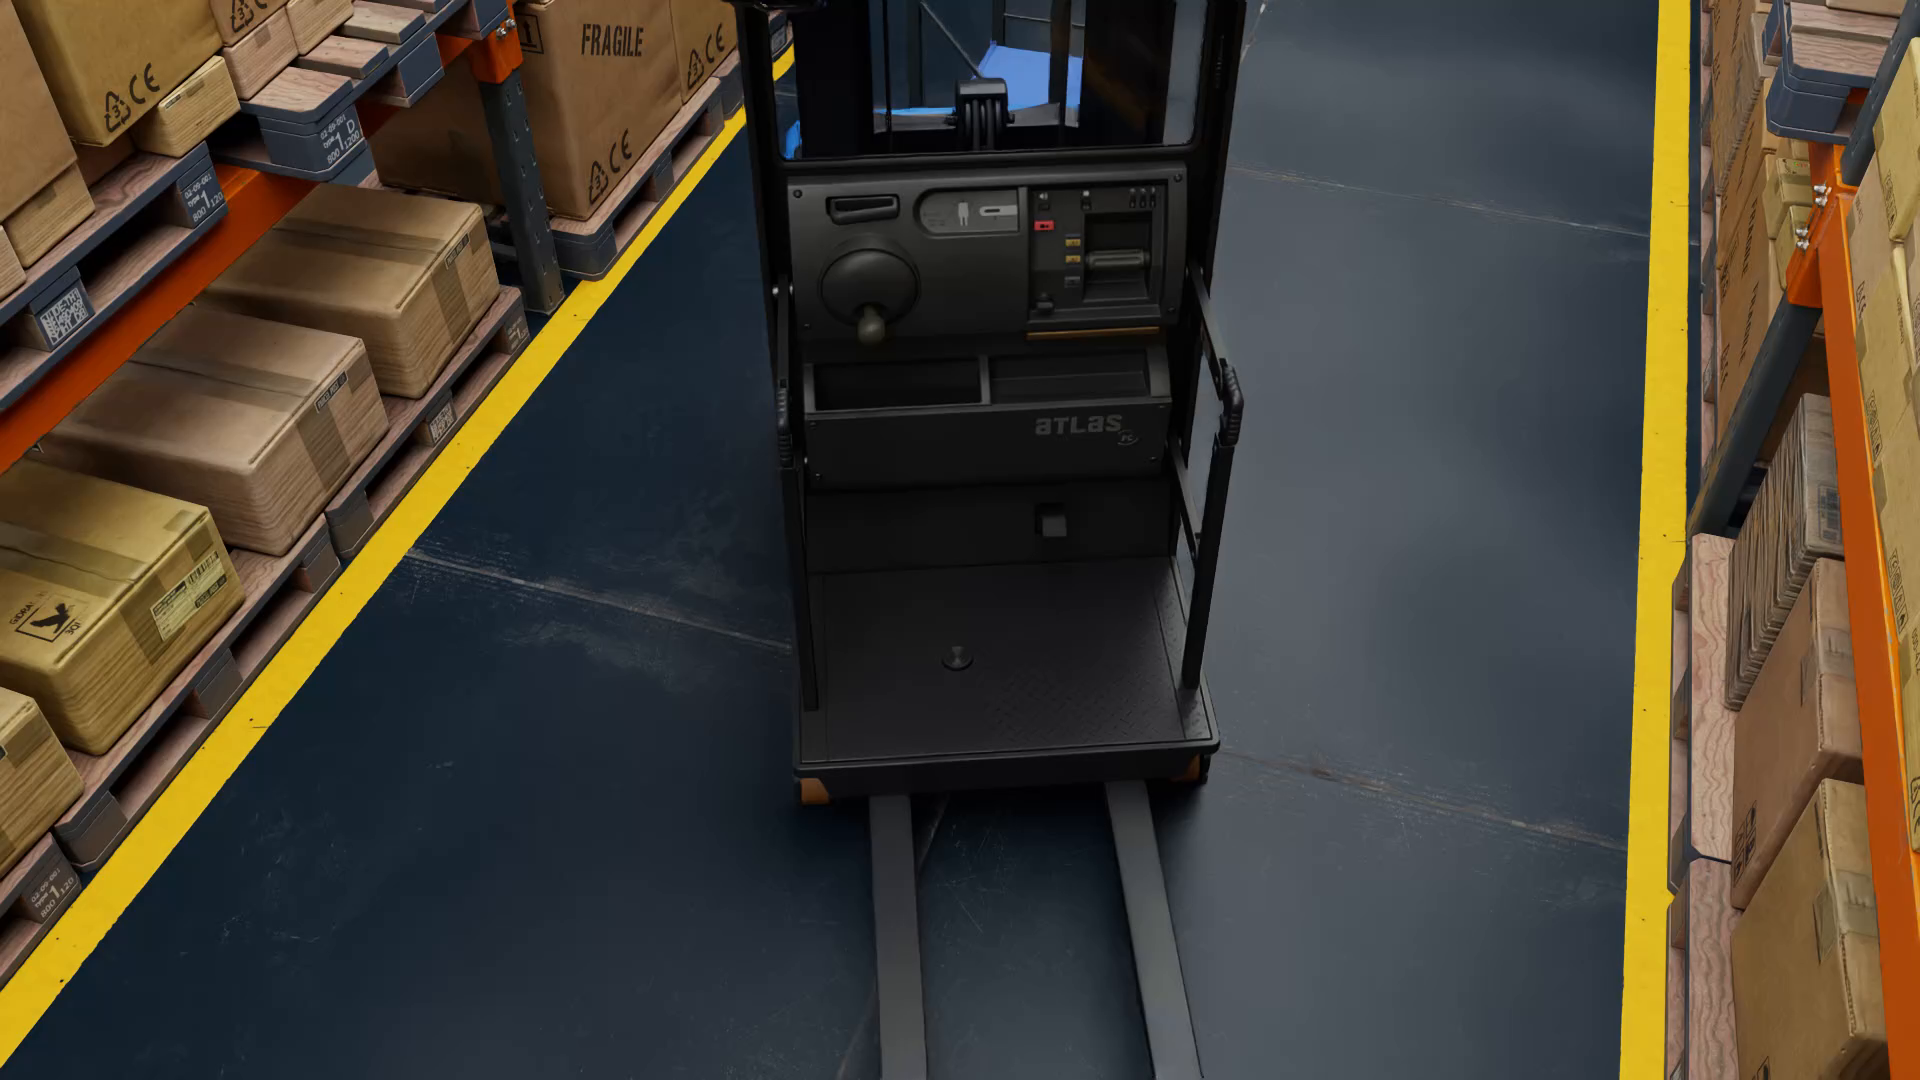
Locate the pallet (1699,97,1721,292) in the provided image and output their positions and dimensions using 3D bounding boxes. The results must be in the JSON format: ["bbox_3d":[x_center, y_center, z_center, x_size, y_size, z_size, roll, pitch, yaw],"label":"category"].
[{"bbox_3d":[3.410,-1.286,6.414,1.003,0.211,1.213,13,46,13],"label":"pallet"}]

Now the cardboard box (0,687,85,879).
[{"bbox_3d":[-2.796,0.593,4.077,0.950,0.372,0.625,15,46,15],"label":"cardboard box"}]

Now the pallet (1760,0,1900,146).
[{"bbox_3d":[2.915,-1.381,4.654,1.213,0.211,1.003,13,46,13],"label":"pallet"}]

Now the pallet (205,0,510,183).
[{"bbox_3d":[-2.070,-1.466,4.740,1.213,0.211,1.003,13,46,13],"label":"pallet"}]

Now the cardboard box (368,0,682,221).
[{"bbox_3d":[-1.667,-1.865,6.230,0.875,0.875,0.875,12,46,12],"label":"cardboard box"}]

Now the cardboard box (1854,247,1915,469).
[{"bbox_3d":[2.252,-0.351,3.571,0.500,0.250,0.500,12,46,12],"label":"cardboard box"}]

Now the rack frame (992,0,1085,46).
[{"bbox_3d":[0.364,-1.898,6.117,0.500,1.500,0.032,12,46,12],"label":"rack frame"}]

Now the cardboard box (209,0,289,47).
[{"bbox_3d":[-1.974,-1.615,4.171,0.500,0.500,0.500,12,46,12],"label":"cardboard box"}]

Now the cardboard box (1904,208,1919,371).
[{"bbox_3d":[2.256,-0.531,3.397,0.500,0.250,0.500,14,46,14],"label":"cardboard box"}]

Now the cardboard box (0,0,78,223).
[{"bbox_3d":[-2.292,-0.915,3.456,0.500,0.500,0.500,11,45,11],"label":"cardboard box"}]

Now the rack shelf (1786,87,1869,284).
[{"bbox_3d":[3.382,-2.059,5.724,1.077,0.370,4.000,13,46,13],"label":"rack shelf"}]

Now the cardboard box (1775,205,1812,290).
[{"bbox_3d":[2.684,-0.854,5.002,0.380,0.149,0.250,10,45,11],"label":"cardboard box"}]

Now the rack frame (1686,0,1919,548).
[{"bbox_3d":[2.776,-0.983,4.110,1.000,3.000,0.127,13,46,13],"label":"rack frame"}]

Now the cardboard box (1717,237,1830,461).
[{"bbox_3d":[2.699,-0.567,5.172,0.500,0.500,0.500,14,46,14],"label":"cardboard box"}]

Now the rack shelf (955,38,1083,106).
[{"bbox_3d":[0.220,-1.428,5.895,0.538,0.185,1.000,12,46,12],"label":"rack shelf"}]

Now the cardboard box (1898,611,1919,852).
[{"bbox_3d":[1.944,0.339,2.866,0.500,0.250,0.500,14,46,14],"label":"cardboard box"}]

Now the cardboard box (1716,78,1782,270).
[{"bbox_3d":[3.017,-1.248,5.867,0.500,0.500,0.500,14,46,14],"label":"cardboard box"}]

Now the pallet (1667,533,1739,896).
[{"bbox_3d":[2.490,0.554,4.533,1.003,0.211,1.213,13,46,13],"label":"pallet"}]

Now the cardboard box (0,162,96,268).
[{"bbox_3d":[-2.224,-0.774,3.776,0.380,0.149,0.250,11,45,11],"label":"cardboard box"}]

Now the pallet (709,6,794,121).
[{"bbox_3d":[-1.274,-2.355,7.506,1.003,0.211,1.213,13,46,13],"label":"pallet"}]

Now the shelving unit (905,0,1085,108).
[{"bbox_3d":[0.220,-1.557,5.769,0.538,1.500,1.048,12,46,12],"label":"shelving unit"}]

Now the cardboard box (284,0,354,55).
[{"bbox_3d":[-1.876,-1.452,4.469,0.380,0.149,0.250,12,46,12],"label":"cardboard box"}]

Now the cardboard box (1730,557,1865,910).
[{"bbox_3d":[2.384,0.566,3.925,0.875,0.625,0.625,14,46,14],"label":"cardboard box"}]

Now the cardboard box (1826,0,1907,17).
[{"bbox_3d":[2.609,-1.562,4.581,0.380,0.149,0.250,13,46,13],"label":"cardboard box"}]

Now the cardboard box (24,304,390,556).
[{"bbox_3d":[-2.352,-0.375,5.067,0.950,0.372,0.625,12,46,12],"label":"cardboard box"}]

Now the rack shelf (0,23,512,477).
[{"bbox_3d":[-2.561,-0.442,4.071,1.077,0.370,4.000,13,46,13],"label":"rack shelf"}]

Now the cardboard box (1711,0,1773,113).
[{"bbox_3d":[3.319,-1.942,6.577,0.500,0.500,0.500,11,45,11],"label":"cardboard box"}]

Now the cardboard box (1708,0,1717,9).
[{"bbox_3d":[3.627,-2.631,7.281,0.500,0.500,0.500,14,46,14],"label":"cardboard box"}]

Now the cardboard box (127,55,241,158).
[{"bbox_3d":[-2.030,-1.100,4.109,0.380,0.149,0.250,13,46,13],"label":"cardboard box"}]

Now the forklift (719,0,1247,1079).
[{"bbox_3d":[0.087,-0.578,3.745,1.130,2.935,3.031,-3,44,-3],"label":"forklift"}]

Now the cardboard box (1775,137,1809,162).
[{"bbox_3d":[2.859,-1.209,5.364,0.380,0.149,0.250,11,45,11],"label":"cardboard box"}]

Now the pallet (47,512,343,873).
[{"bbox_3d":[-2.565,0.296,4.797,1.003,0.211,1.213,13,46,13],"label":"pallet"}]
